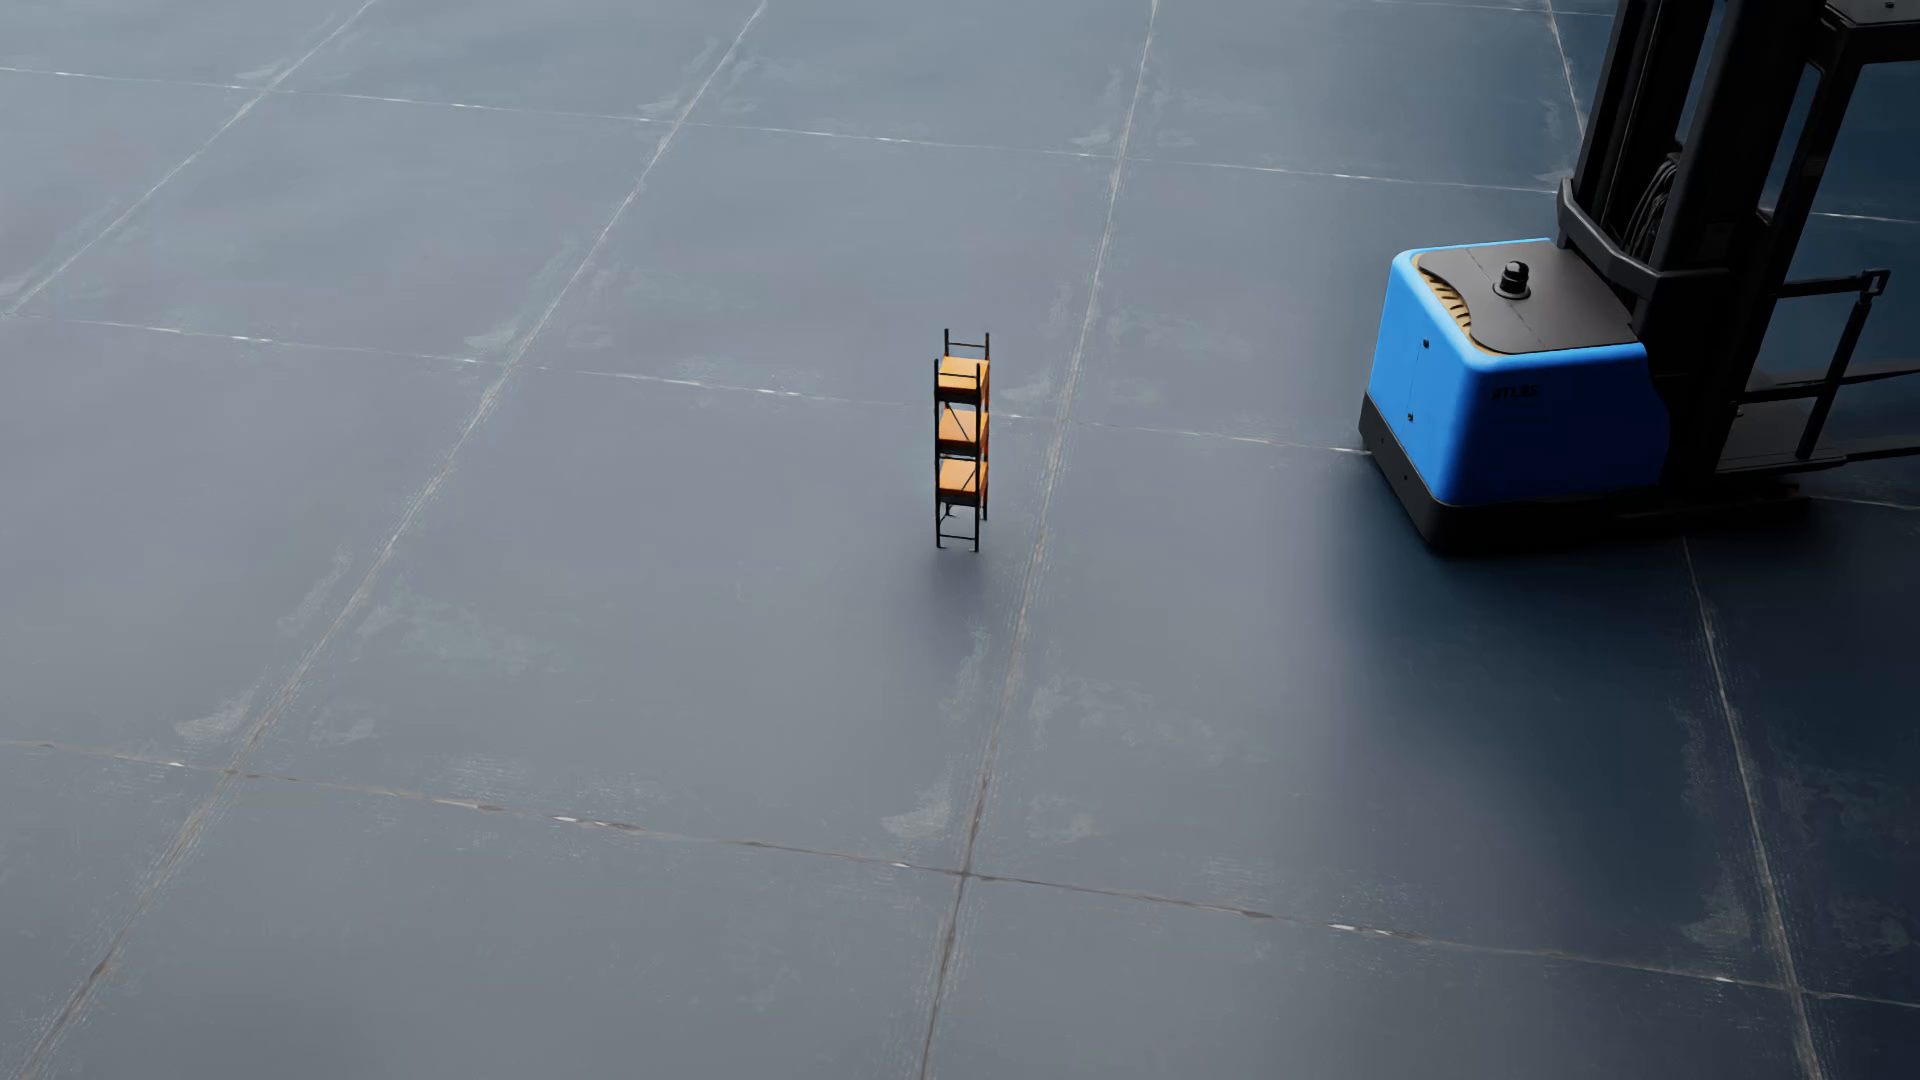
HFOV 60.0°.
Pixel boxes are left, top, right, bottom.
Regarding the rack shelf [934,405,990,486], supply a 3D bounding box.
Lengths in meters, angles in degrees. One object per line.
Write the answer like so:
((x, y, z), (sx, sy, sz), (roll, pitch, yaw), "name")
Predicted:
((0.009, -0.430, 7.560), (0.215, 0.259, 0.240), (6, 40, 8), "rack shelf")

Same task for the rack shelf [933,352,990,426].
((0.009, -0.649, 7.379), (0.215, 0.259, 0.240), (6, 40, 8), "rack shelf")

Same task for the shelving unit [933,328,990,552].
((0.009, -0.438, 7.553), (0.215, 1.050, 0.252), (6, 40, 8), "shelving unit")

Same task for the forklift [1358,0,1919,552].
((3.579, -1.519, 7.384), (3.031, 2.935, 1.130), (-6, 40, -7), "forklift")

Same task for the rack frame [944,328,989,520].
((0.030, -0.515, 7.646), (0.200, 1.050, 0.008), (6, 40, 8), "rack frame")

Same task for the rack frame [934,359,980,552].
((-0.012, -0.362, 7.460), (0.200, 1.050, 0.008), (6, 40, 8), "rack frame")

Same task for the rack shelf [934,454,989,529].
((0.009, -0.216, 7.737), (0.215, 0.259, 0.240), (6, 40, 8), "rack shelf")
